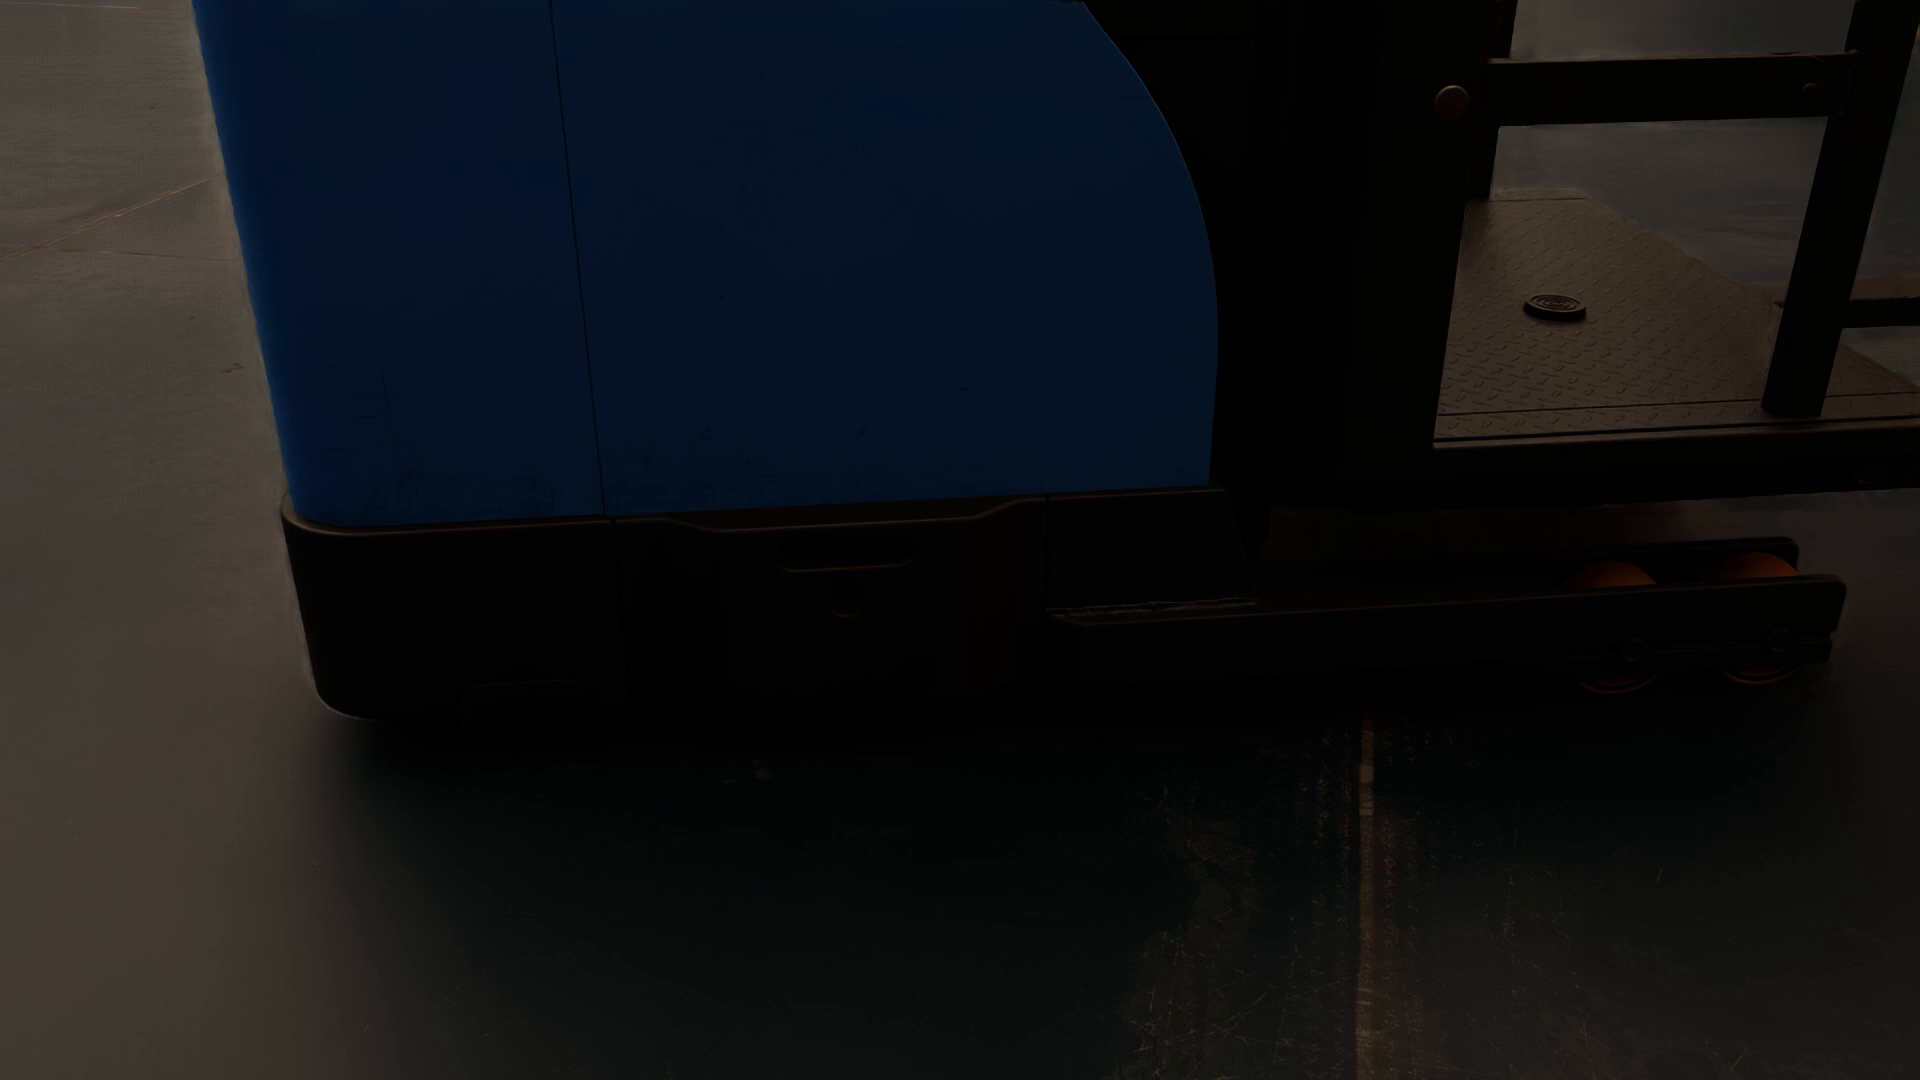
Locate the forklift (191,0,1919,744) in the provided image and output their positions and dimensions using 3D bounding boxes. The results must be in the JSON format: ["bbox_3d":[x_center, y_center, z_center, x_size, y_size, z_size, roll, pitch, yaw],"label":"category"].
[{"bbox_3d":[0.678,-1.346,1.915,3.031,2.935,1.130,-3,27,-6],"label":"forklift"}]
